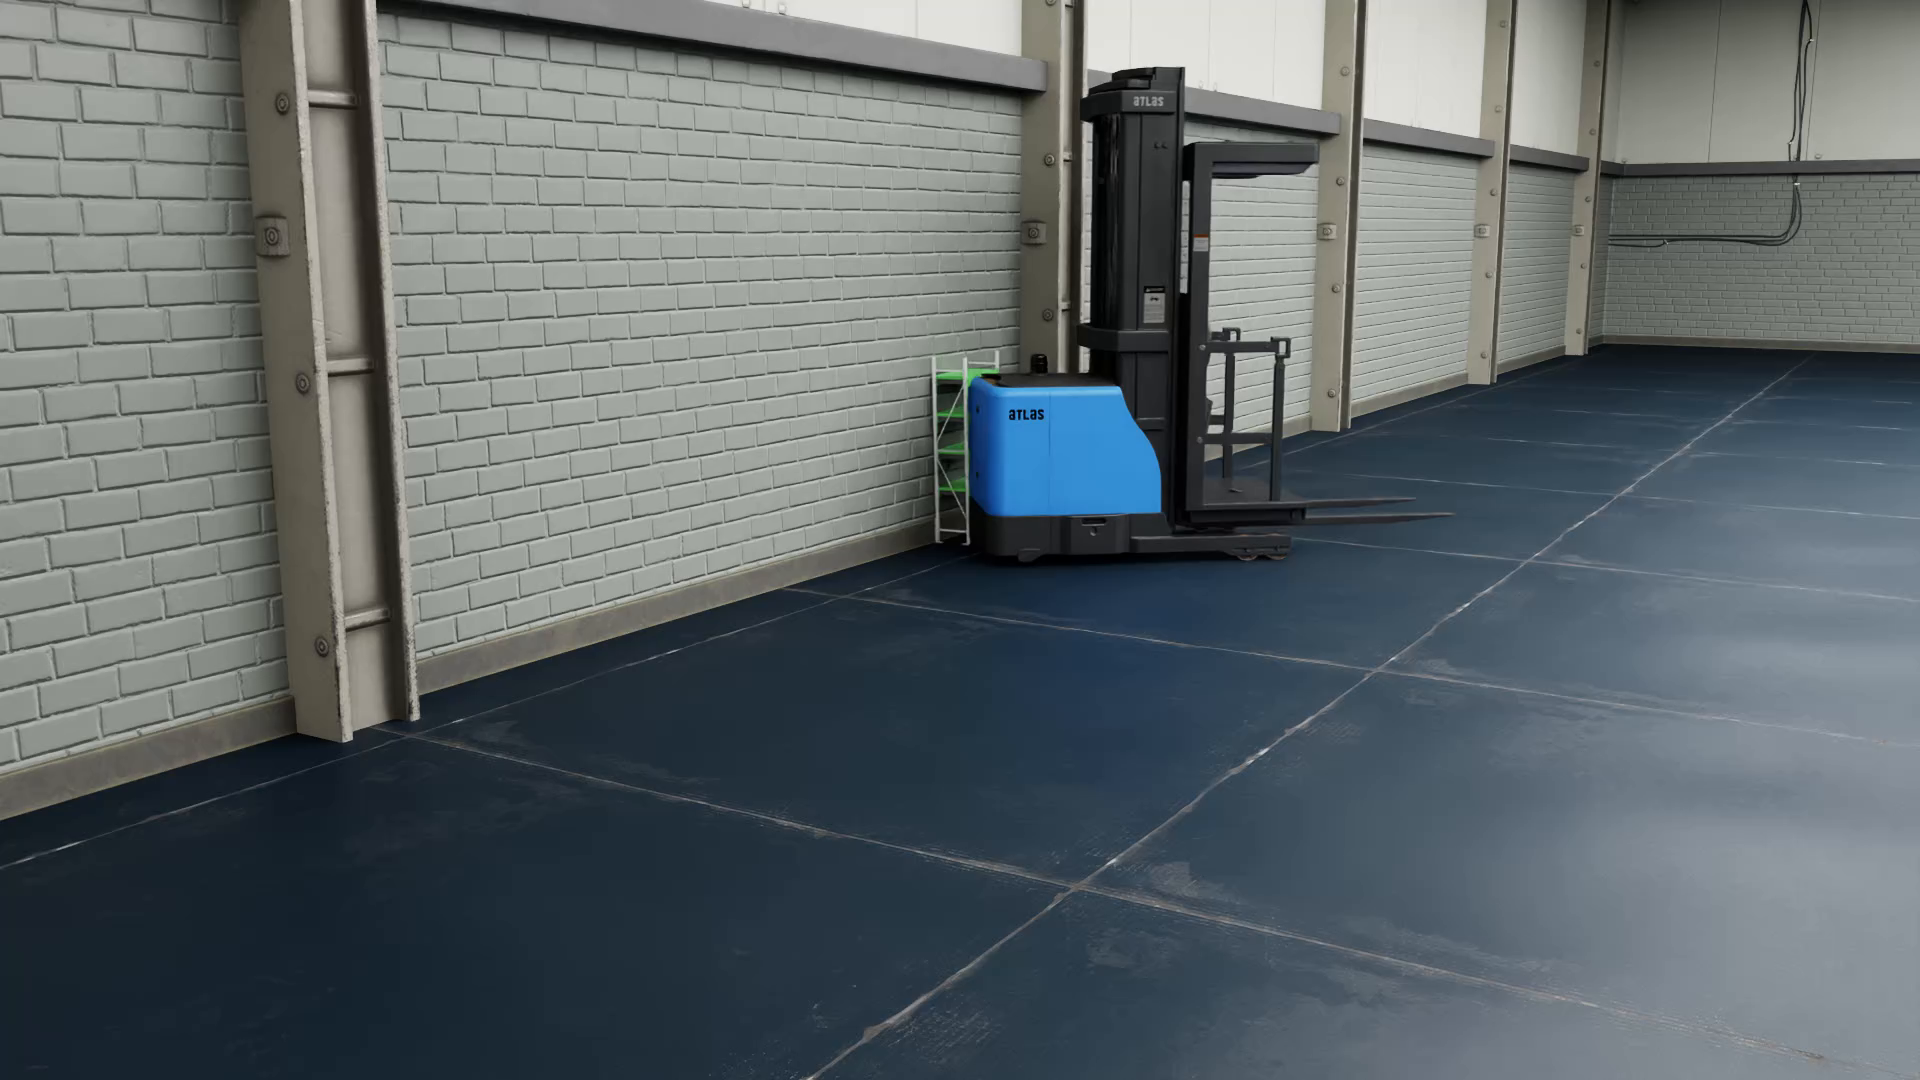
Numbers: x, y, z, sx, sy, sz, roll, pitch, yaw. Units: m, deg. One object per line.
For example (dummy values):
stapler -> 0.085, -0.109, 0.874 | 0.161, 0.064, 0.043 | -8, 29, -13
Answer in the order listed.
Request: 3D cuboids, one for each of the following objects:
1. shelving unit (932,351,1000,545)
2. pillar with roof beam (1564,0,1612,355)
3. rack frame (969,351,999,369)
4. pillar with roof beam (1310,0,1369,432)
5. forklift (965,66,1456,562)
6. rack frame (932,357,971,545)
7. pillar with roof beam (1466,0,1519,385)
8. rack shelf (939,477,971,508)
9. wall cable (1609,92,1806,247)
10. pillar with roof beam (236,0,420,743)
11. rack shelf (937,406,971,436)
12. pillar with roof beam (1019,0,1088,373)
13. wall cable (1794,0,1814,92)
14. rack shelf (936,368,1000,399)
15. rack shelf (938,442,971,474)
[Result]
shelving unit -> 0.050, -0.613, 10.845 | 0.258, 1.200, 0.503 | 4, 13, 25
pillar with roof beam -> 13.666, -7.029, 23.962 | 9.100, 9.000, 0.400 | 6, 12, 31
rack frame -> 0.156, -0.660, 11.060 | 0.240, 1.200, 0.015 | 4, 13, 25
pillar with roof beam -> 7.435, -5.142, 13.881 | 9.100, 9.000, 0.400 | 6, 12, 31
forklift -> 1.595, -1.406, 10.414 | 3.031, 2.935, 1.130 | -1, 11, -8
rack frame -> -0.056, -0.566, 10.630 | 0.240, 1.200, 0.015 | 4, 13, 25
pillar with roof beam -> 10.550, -6.086, 18.922 | 9.100, 9.000, 0.400 | 6, 12, 31
rack shelf -> 0.057, -0.316, 10.907 | 0.258, 0.148, 0.480 | 4, 13, 25
wall cable -> 12.646, -6.251, 28.245 | 3.097, 2.526, 0.112 | 6, 12, 31
pillar with roof beam -> 1.205, -3.255, 3.801 | 9.100, 9.000, 0.400 | 6, 12, 31
rack shelf -> 0.046, -0.786, 10.809 | 0.258, 0.148, 0.480 | 4, 13, 25
pillar with roof beam -> 4.320, -4.199, 8.841 | 9.100, 9.000, 0.400 | 6, 12, 31
wall cable -> 14.958, -8.475, 26.400 | 3.097, 2.526, 0.112 | 6, 12, 31
rack shelf -> 0.041, -1.020, 10.760 | 0.258, 0.148, 0.480 | 4, 13, 25
rack shelf -> 0.051, -0.551, 10.858 | 0.258, 0.148, 0.480 | 4, 13, 25
